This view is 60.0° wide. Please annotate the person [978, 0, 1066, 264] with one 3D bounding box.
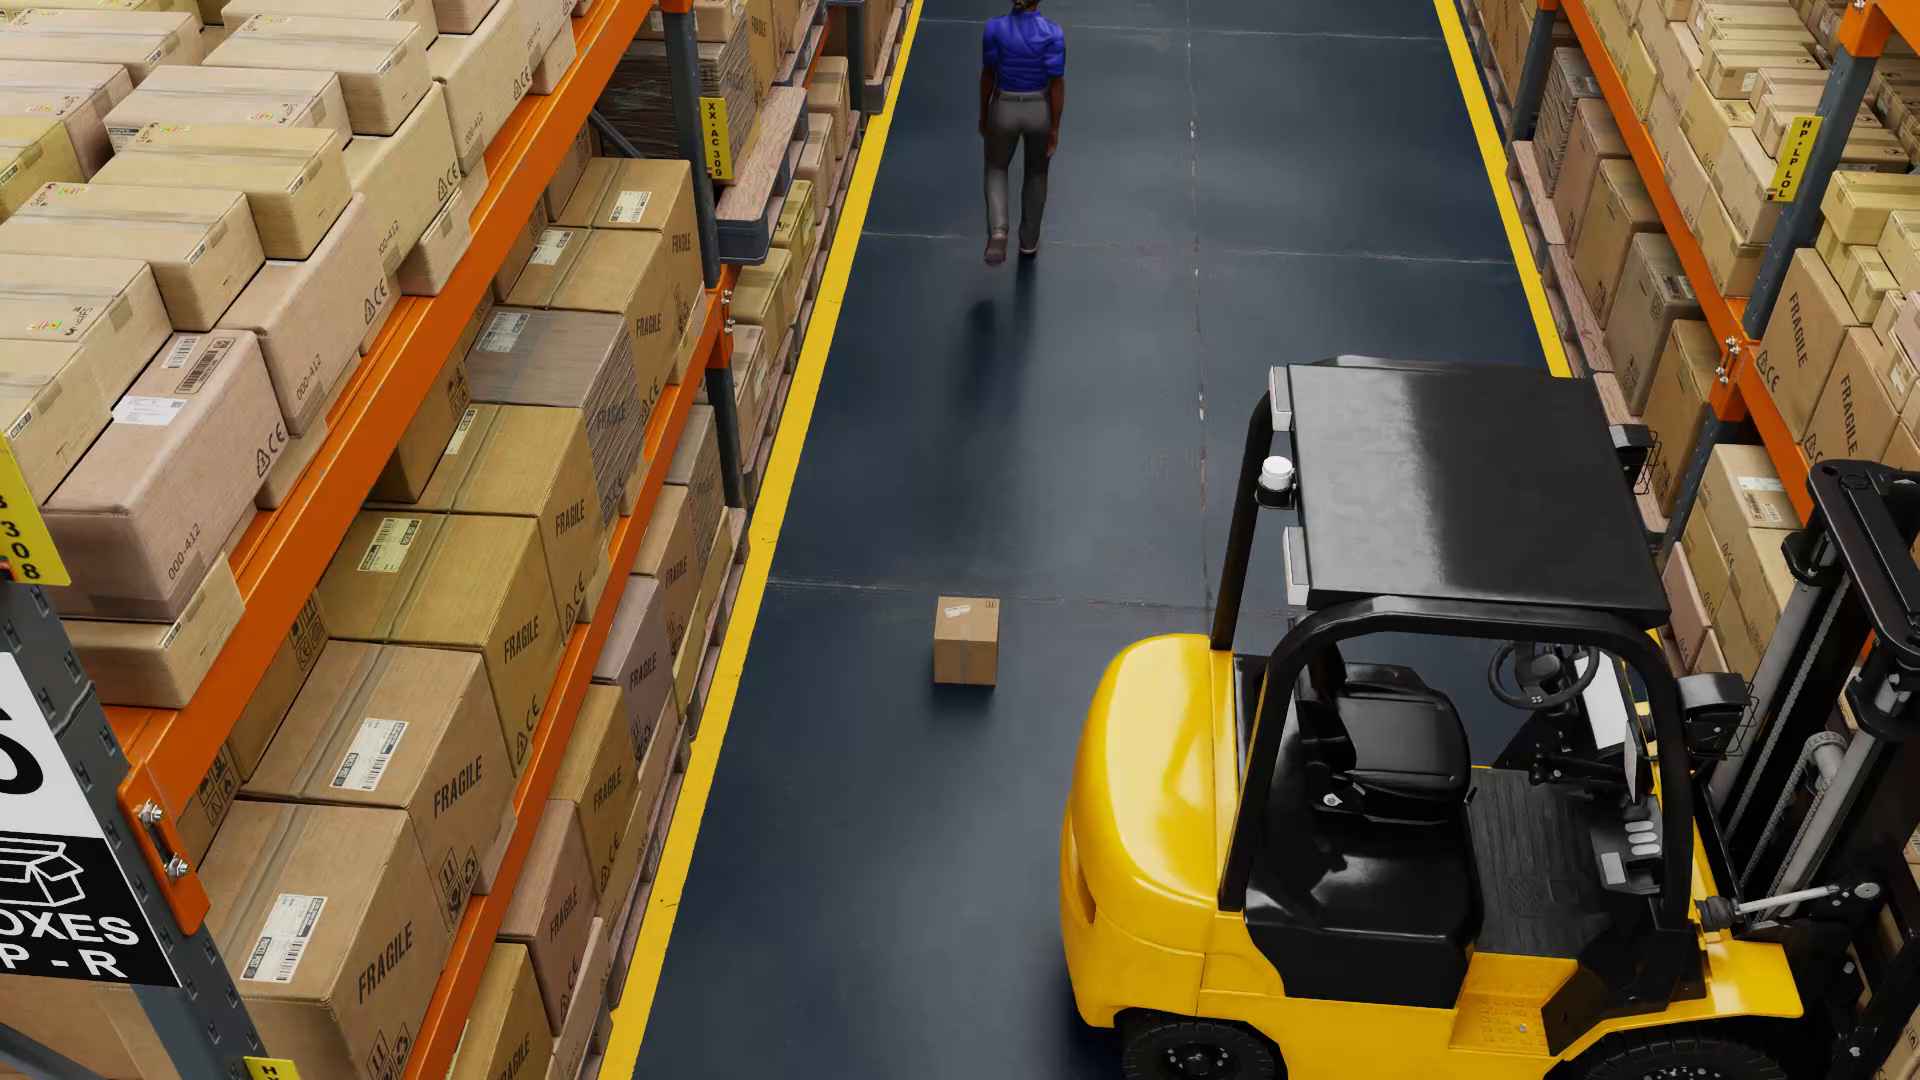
[{"bbox_3d":[0.315,-2.196,8.716,0.453,1.640,0.628,3,40,4],"label":"person"}]
